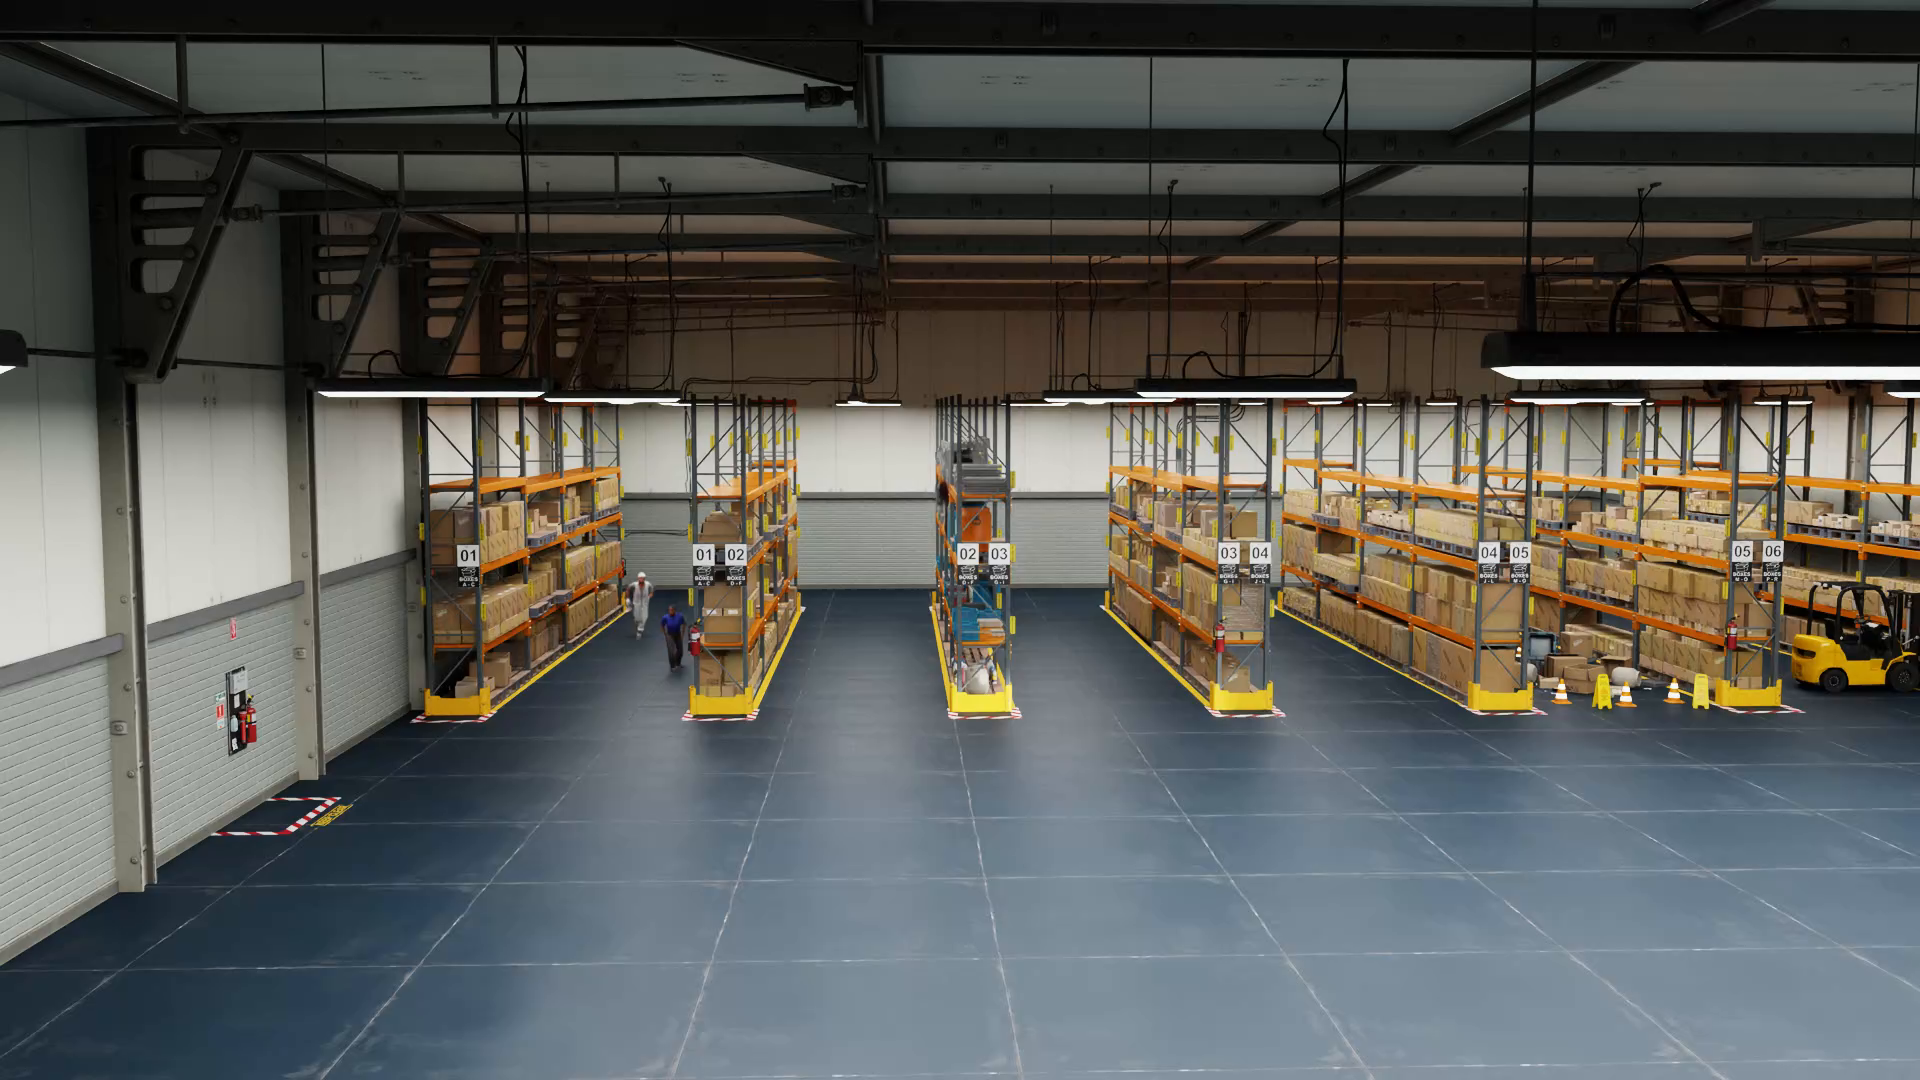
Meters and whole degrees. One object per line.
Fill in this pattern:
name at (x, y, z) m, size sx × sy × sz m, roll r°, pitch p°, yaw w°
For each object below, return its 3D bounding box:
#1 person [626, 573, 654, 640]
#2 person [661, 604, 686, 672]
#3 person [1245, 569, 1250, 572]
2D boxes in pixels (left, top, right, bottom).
person at (-7.921, 1.641, 41.208) m, size 0.662 × 1.708 × 0.743 m, roll -2°, pitch 5°, yaw -21°
person at (-6.239, 2.113, 36.319) m, size 0.617 × 1.513 × 0.817 m, roll -2°, pitch 5°, yaw -24°
person at (8.025, 1.227, 46.875) m, size 0.635 × 1.619 × 0.511 m, roll 1°, pitch 5°, yaw 9°
